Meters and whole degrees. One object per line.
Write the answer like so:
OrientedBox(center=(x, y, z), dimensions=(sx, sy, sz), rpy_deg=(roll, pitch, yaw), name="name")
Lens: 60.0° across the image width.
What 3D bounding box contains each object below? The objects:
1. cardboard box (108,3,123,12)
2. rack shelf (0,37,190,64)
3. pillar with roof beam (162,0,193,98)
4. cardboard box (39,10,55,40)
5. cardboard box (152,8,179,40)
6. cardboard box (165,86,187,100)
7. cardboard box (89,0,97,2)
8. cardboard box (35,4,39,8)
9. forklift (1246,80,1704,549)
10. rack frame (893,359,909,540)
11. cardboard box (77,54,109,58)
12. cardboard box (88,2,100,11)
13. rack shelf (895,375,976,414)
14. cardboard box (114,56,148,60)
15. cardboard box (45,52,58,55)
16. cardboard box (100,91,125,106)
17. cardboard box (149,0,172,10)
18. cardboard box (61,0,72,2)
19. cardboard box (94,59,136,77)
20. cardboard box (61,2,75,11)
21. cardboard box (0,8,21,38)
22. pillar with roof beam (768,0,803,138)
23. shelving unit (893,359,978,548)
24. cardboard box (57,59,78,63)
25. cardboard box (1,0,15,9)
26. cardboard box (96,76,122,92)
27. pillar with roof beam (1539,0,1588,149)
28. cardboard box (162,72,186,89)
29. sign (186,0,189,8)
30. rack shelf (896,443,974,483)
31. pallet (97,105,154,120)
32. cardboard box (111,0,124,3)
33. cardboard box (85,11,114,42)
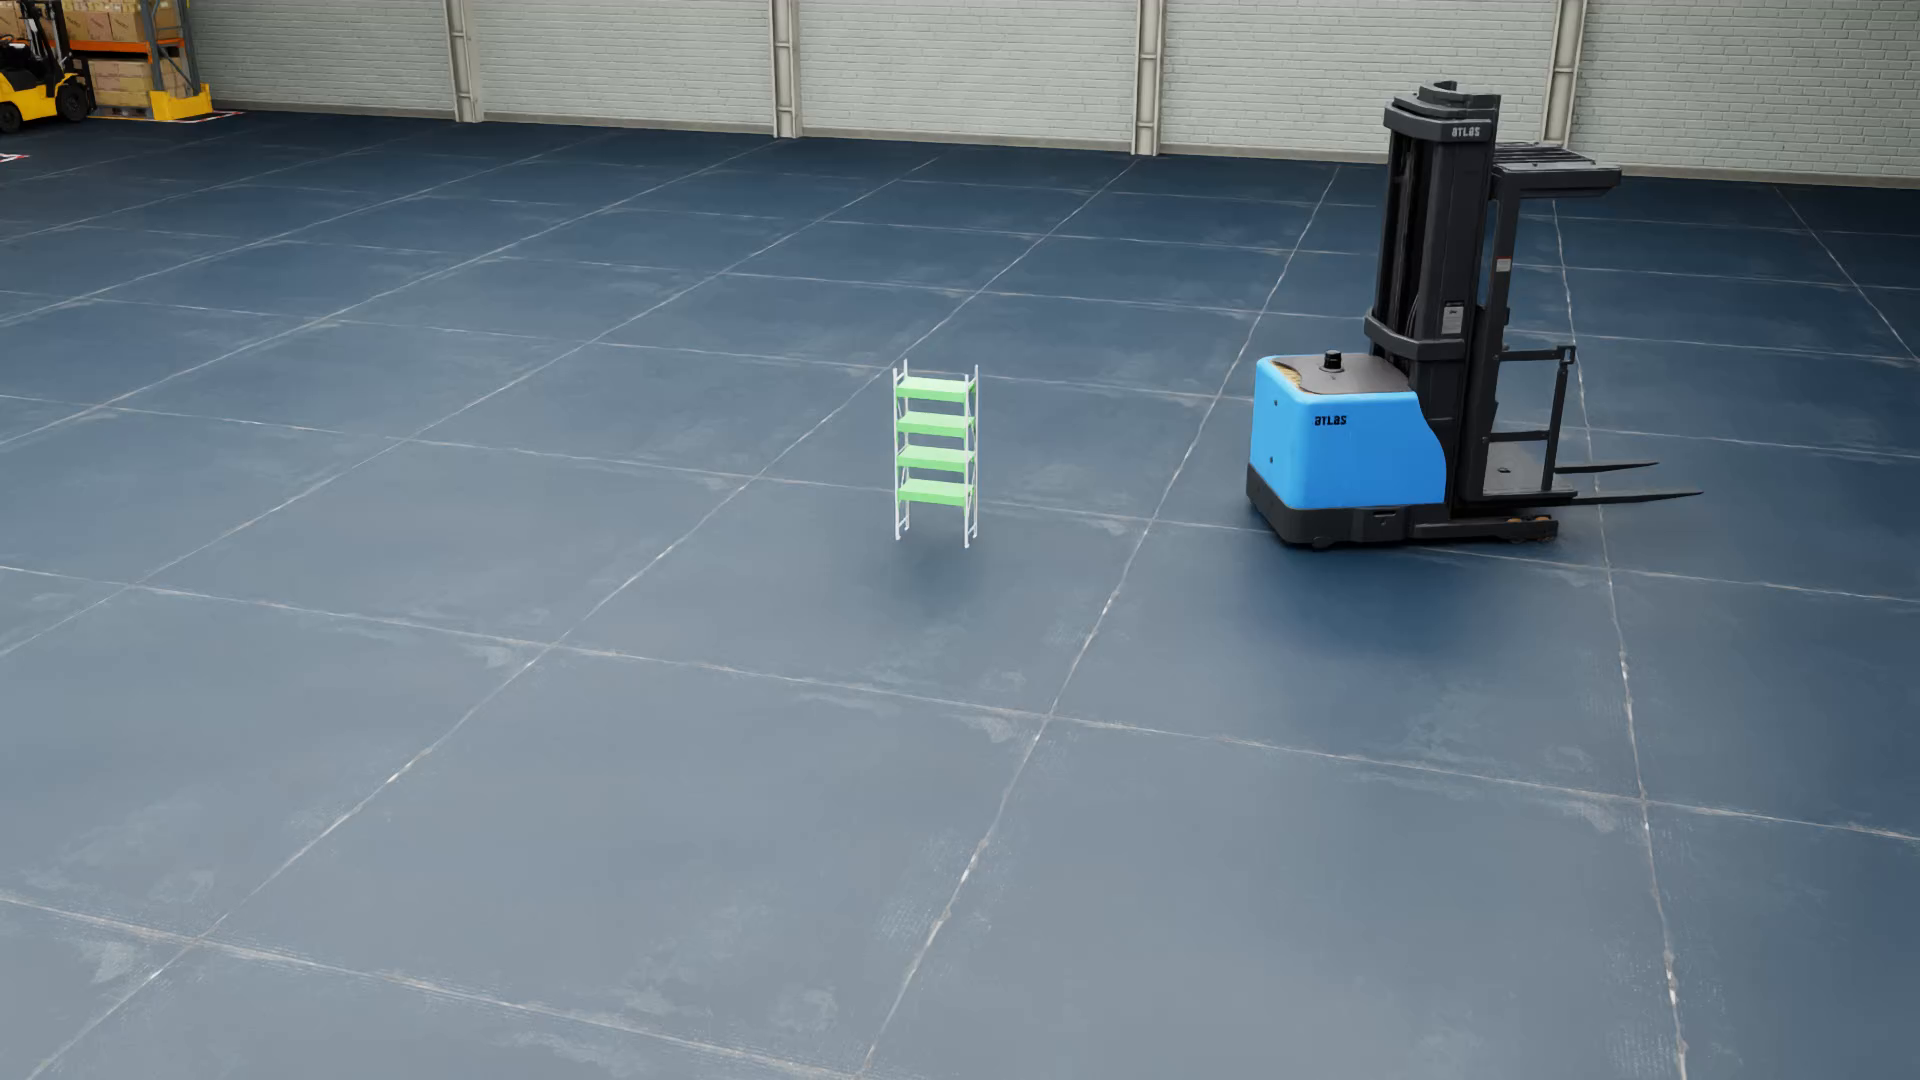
OrientedBox(center=(-14.595, -9.294, 28.988), dimensions=(0.250, 0.149, 0.380), rpy_deg=(7, 23, 16), name="cardboard box")
OrientedBox(center=(-15.844, -8.880, 29.914), dimensions=(4.000, 0.370, 1.077), rpy_deg=(7, 23, 16), name="rack shelf")
OrientedBox(center=(-15.579, -10.609, 25.276), dimensions=(0.400, 9.000, 9.100), rpy_deg=(7, 23, 16), name="pillar with roof beam")
OrientedBox(center=(-15.945, -9.166, 29.531), dimensions=(0.500, 0.500, 0.500), rpy_deg=(7, 23, 16), name="cardboard box")
OrientedBox(center=(-14.323, -9.195, 29.603), dimensions=(0.500, 0.500, 0.500), rpy_deg=(7, 23, 17), name="cardboard box")
OrientedBox(center=(-14.342, -8.041, 29.990), dimensions=(0.500, 0.250, 0.500), rpy_deg=(7, 23, 16), name="cardboard box")
OrientedBox(center=(-15.053, -9.529, 29.170), dimensions=(0.250, 0.149, 0.380), rpy_deg=(7, 23, 16), name="cardboard box")
OrientedBox(center=(-16.312, -9.497, 29.484), dimensions=(0.250, 0.149, 0.380), rpy_deg=(6, 23, 14), name="cardboard box")
OrientedBox(center=(3.601, -1.532, 11.143), dimensions=(3.031, 2.935, 1.130), rpy_deg=(-3, 22, -7), name="forklift")
OrientedBox(center=(-0.392, -0.600, 11.152), dimensions=(0.015, 1.200, 0.240), rpy_deg=(7, 23, 16), name="rack frame")
OrientedBox(center=(-15.778, -8.671, 30.208), dimensions=(0.500, 0.250, 0.500), rpy_deg=(6, 23, 14), name="cardboard box")
OrientedBox(center=(-15.060, -9.376, 29.187), dimensions=(0.250, 0.149, 0.380), rpy_deg=(6, 23, 15), name="cardboard box")
OrientedBox(center=(-0.158, -0.958, 10.929), dimensions=(0.480, 0.148, 0.258), rpy_deg=(7, 23, 16), name="rack shelf")
OrientedBox(center=(-14.814, -8.553, 29.922), dimensions=(0.500, 0.250, 0.500), rpy_deg=(7, 23, 16), name="cardboard box")
OrientedBox(center=(-16.742, -8.783, 30.482), dimensions=(0.500, 0.250, 0.500), rpy_deg=(6, 23, 15), name="cardboard box")
OrientedBox(center=(-14.943, -7.911, 29.672), dimensions=(0.500, 0.250, 0.500), rpy_deg=(7, 23, 15), name="cardboard box")
OrientedBox(center=(-14.179, -9.472, 29.422), dimensions=(0.250, 0.149, 0.380), rpy_deg=(6, 23, 14), name="cardboard box")
OrientedBox(center=(-15.583, -9.544, 29.206), dimensions=(0.250, 0.149, 0.380), rpy_deg=(7, 23, 17), name="cardboard box")
OrientedBox(center=(-14.950, -8.370, 29.474), dimensions=(0.500, 0.250, 0.500), rpy_deg=(7, 23, 16), name="cardboard box")
OrientedBox(center=(-15.577, -9.408, 29.267), dimensions=(0.250, 0.149, 0.380), rpy_deg=(7, 23, 16), name="cardboard box")
OrientedBox(center=(-16.905, -9.284, 29.819), dimensions=(0.500, 0.500, 0.500), rpy_deg=(7, 23, 16), name="cardboard box")
OrientedBox(center=(-4.090, -9.294, 22.069), dimensions=(0.400, 9.000, 9.100), rpy_deg=(7, 23, 16), name="pillar with roof beam")
OrientedBox(center=(-0.158, -0.573, 11.087), dimensions=(0.503, 1.200, 0.258), rpy_deg=(7, 23, 16), name="shelving unit")
OrientedBox(center=(-15.919, -8.479, 29.742), dimensions=(0.500, 0.250, 0.500), rpy_deg=(6, 23, 14), name="cardboard box")
OrientedBox(center=(-16.808, -9.548, 29.607), dimensions=(0.250, 0.149, 0.380), rpy_deg=(7, 23, 17), name="cardboard box")
OrientedBox(center=(-14.962, -8.146, 29.587), dimensions=(0.500, 0.250, 0.500), rpy_deg=(6, 23, 15), name="cardboard box")
OrientedBox(center=(7.398, -7.978, 18.862), dimensions=(0.400, 9.000, 9.100), rpy_deg=(7, 23, 16), name="pillar with roof beam")
OrientedBox(center=(-14.319, -8.274, 29.900), dimensions=(0.500, 0.250, 0.500), rpy_deg=(7, 23, 16), name="cardboard box")
OrientedBox(center=(-13.763, -9.632, 29.554), dimensions=(0.005, 0.325, 0.100), rpy_deg=(7, 23, 16), name="sign")
OrientedBox(center=(-0.158, -0.514, 11.111), dimensions=(0.480, 0.148, 0.258), rpy_deg=(7, 23, 16), name="rack shelf")
OrientedBox(center=(-14.673, -7.772, 29.940), dimensions=(1.213, 0.211, 1.003), rpy_deg=(7, 23, 16), name="pallet")
OrientedBox(center=(-14.578, -9.456, 28.992), dimensions=(0.250, 0.149, 0.380), rpy_deg=(7, 23, 16), name="cardboard box")
OrientedBox(center=(-14.970, -9.059, 29.270), dimensions=(0.500, 0.500, 0.500), rpy_deg=(7, 23, 17), name="cardboard box")
